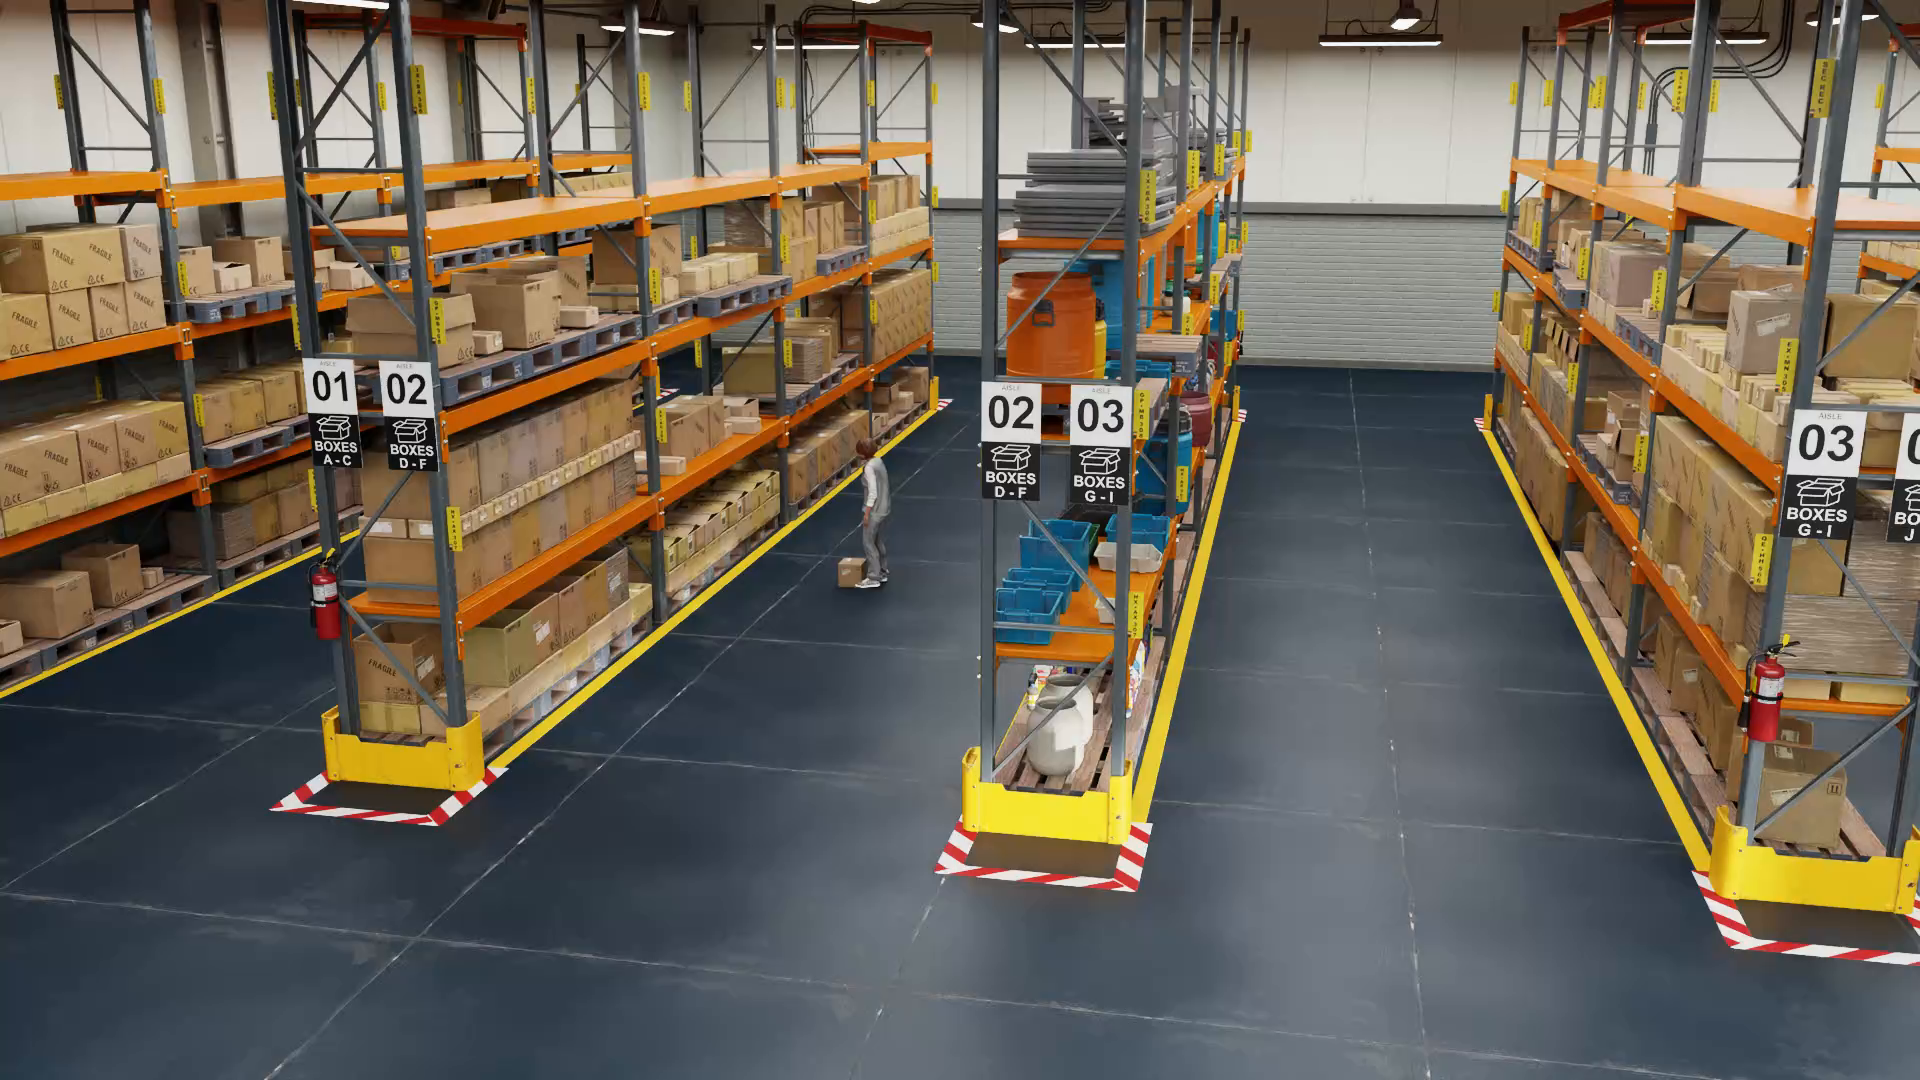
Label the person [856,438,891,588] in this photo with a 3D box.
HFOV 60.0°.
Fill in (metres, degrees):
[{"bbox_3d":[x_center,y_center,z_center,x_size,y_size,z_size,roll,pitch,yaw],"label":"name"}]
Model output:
[{"bbox_3d":[-0.914,-0.292,17.418,0.367,1.593,0.478,3,15,9],"label":"person"}]
